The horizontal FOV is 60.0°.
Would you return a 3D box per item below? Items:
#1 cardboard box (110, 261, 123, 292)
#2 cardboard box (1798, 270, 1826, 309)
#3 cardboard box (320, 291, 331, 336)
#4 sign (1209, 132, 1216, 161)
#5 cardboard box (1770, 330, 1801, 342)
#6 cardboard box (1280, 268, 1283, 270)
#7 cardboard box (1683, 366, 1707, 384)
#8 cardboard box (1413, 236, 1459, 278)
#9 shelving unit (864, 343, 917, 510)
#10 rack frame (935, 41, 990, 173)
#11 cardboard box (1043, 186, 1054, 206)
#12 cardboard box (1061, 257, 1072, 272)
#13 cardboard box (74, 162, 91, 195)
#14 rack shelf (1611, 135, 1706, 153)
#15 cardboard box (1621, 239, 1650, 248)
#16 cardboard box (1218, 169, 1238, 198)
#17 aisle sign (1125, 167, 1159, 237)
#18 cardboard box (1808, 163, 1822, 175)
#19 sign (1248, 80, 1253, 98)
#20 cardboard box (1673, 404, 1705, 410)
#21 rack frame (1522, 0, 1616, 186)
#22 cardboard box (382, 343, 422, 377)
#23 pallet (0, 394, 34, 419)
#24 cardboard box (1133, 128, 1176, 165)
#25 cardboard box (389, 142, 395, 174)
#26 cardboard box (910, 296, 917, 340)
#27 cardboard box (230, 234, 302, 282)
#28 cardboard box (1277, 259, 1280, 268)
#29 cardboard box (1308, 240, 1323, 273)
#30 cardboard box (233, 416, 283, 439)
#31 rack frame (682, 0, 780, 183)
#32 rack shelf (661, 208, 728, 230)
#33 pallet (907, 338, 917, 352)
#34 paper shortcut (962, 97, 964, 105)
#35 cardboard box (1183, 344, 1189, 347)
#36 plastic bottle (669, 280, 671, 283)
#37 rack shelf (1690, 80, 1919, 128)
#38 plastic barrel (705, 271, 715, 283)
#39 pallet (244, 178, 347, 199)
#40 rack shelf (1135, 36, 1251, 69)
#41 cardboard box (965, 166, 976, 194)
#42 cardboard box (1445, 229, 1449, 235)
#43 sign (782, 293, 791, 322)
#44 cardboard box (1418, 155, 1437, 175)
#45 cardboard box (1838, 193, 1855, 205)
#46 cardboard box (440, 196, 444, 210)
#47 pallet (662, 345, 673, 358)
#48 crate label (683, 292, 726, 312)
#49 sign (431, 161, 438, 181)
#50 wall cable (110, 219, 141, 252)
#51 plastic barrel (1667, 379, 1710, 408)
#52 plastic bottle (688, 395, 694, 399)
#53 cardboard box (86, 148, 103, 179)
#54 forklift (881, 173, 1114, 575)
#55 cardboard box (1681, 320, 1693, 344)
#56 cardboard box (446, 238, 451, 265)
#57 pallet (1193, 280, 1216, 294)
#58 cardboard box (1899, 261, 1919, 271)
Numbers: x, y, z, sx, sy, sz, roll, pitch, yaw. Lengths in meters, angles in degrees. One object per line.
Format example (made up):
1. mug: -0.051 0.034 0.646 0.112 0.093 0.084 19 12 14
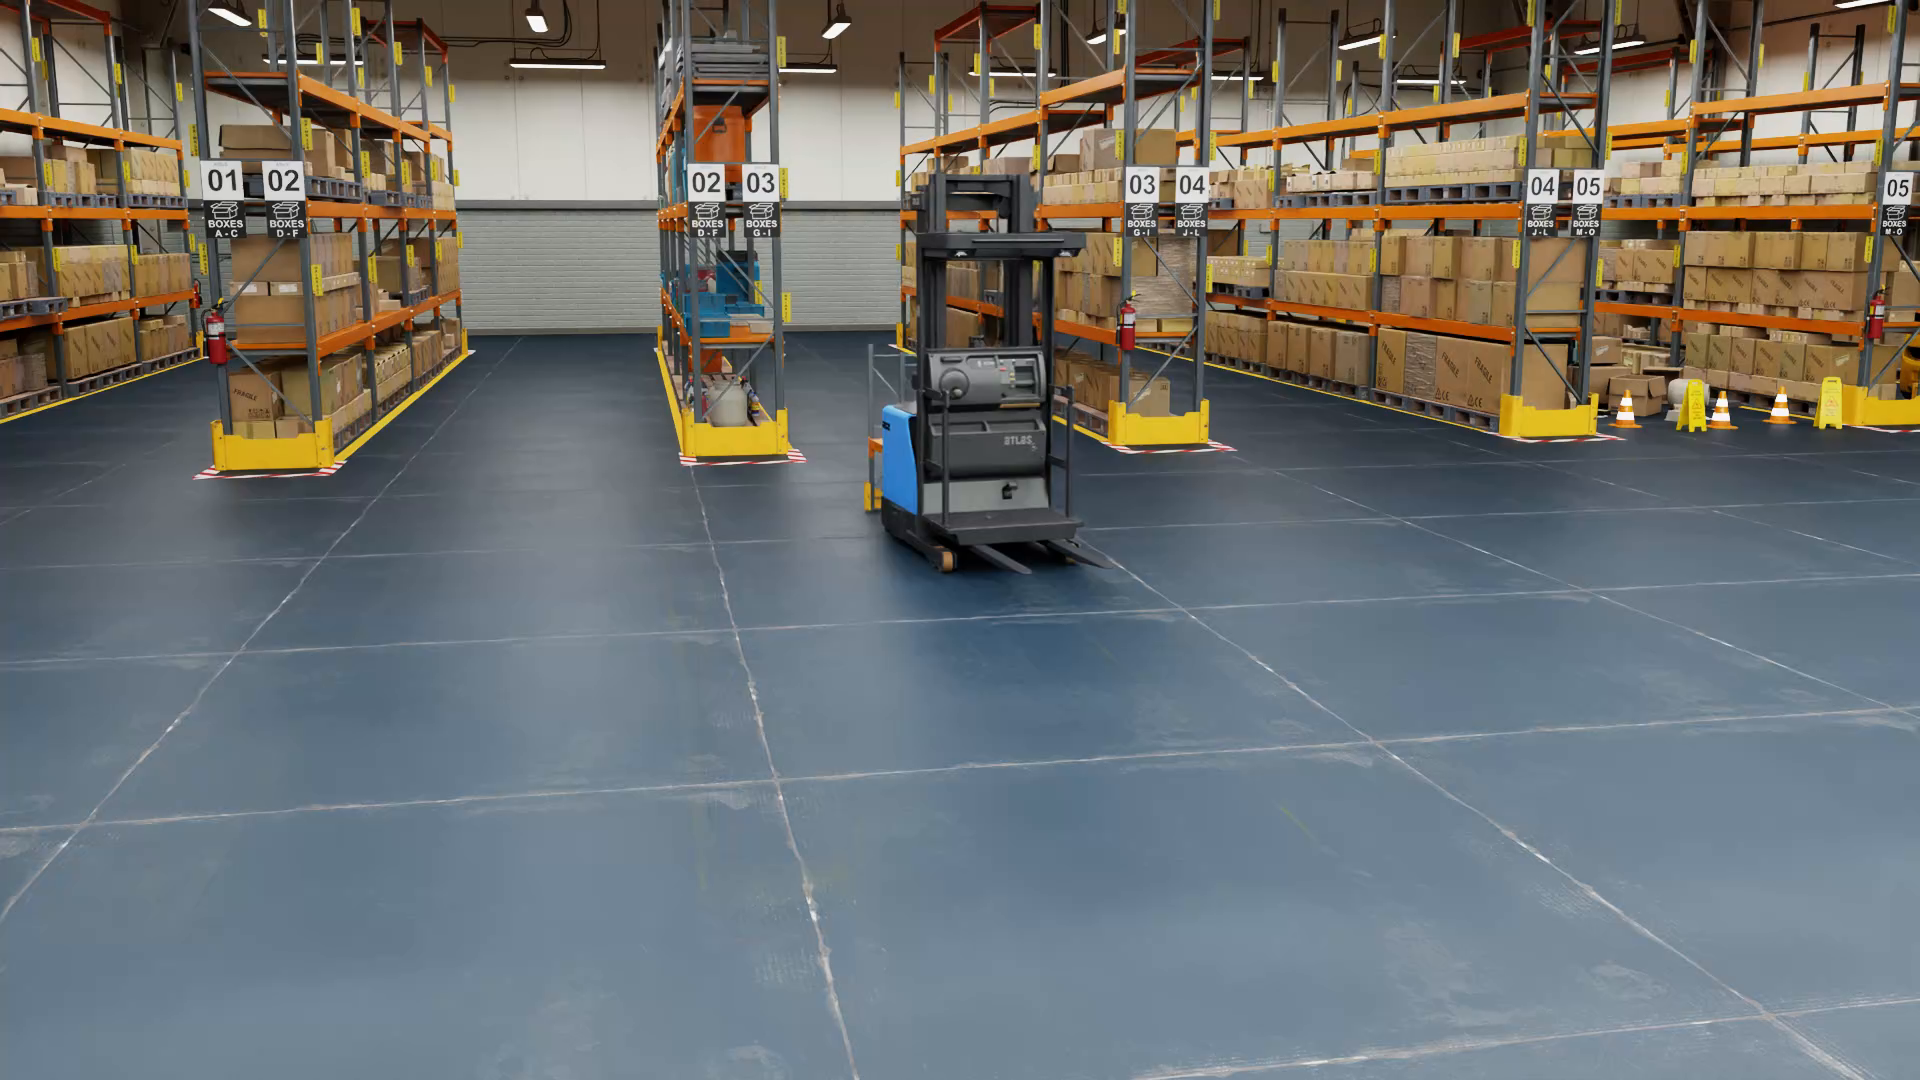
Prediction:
1. cardboard box: -14.090 -4.321 27.257 0.500 0.500 0.500 -2 11 -11
2. cardboard box: 11.627 -3.361 22.269 0.500 0.500 0.500 -2 11 -11
3. cardboard box: -7.619 -2.587 18.997 0.700 0.500 0.500 -2 11 -11
4. sign: 2.907 -4.546 19.200 0.100 0.325 0.005 -2 11 -11
5. cardboard box: 11.451 -2.824 22.999 0.380 0.149 0.250 -2 11 -9
6. cardboard box: 5.752 -4.627 28.739 0.380 0.149 0.250 -2 11 -8
7. cardboard box: 11.167 -2.455 24.804 0.500 0.250 0.500 -3 11 -14
8. cardboard box: 6.711 -3.854 22.632 0.875 0.550 0.550 -2 11 -11
9. shelving unit: -0.431 -0.940 14.622 0.587 1.500 1.083 -3 11 -18
10. rack frame: 0.041 -7.772 30.461 1.000 3.000 0.127 -2 11 -11
11. cardboard box: 1.433 -4.665 22.564 0.500 0.250 0.500 -3 11 -13
12. cardboard box: 1.630 -3.769 21.737 0.500 0.500 0.500 -2 11 -11
13. cardboard box: -14.301 -5.758 26.459 0.700 0.500 0.500 -2 11 -12
14. rack shelf: 14.240 -8.325 35.301 1.077 0.370 4.000 -2 11 -11
15. cardboard box: 11.134 -4.882 27.401 0.380 0.149 0.250 -3 11 -14
16. cardboard box: 5.097 -6.429 30.029 0.797 0.503 0.637 -2 11 -12
17. aisle sign: 2.092 -3.878 19.099 0.394 0.787 0.004 -2 11 -11
18. cardboard box: 11.620 -4.966 22.280 0.380 0.149 0.250 -2 11 -11
19. sign: 5.469 -8.491 31.321 0.100 0.325 0.005 -2 11 -11
20. cardboard box: 9.859 -1.750 22.495 0.380 0.149 0.250 4 11 18
21. rack frame: 7.259 -5.733 19.748 1.000 3.000 0.127 -2 11 -11
22. cardboard box: -8.708 -2.813 25.964 0.500 0.500 0.500 -2 11 -9
23. pallet: -13.373 -1.814 22.663 1.003 0.211 1.213 -2 11 -11
24. cardboard box: 2.351 -4.820 20.577 0.500 0.500 0.500 -2 11 -11
25. cardboard box: -9.077 -5.919 25.808 0.500 0.500 0.500 -2 11 -11
26. cardboard box: -0.534 -4.606 34.434 0.875 0.875 0.875 -2 11 -11
27. cardboard box: -7.432 -3.046 17.942 0.700 0.500 0.500 -2 11 -11
28. cardboard box: 5.705 -4.814 28.924 0.380 0.149 0.250 -2 11 -11
29. cardboard box: 5.983 -4.524 26.500 0.700 0.500 0.500 -2 11 -12
30. cardboard box: -7.738 -1.207 18.248 0.500 0.250 0.500 -2 11 -11
31. rack frame: -2.484 -5.391 17.952 1.000 3.000 0.127 -2 11 -11
32. rack shelf: -4.429 -5.398 27.935 1.077 0.370 4.000 -2 11 -11
33. pallet: -0.505 -4.044 34.382 1.003 0.211 1.213 -2 11 -11
34. paper shortcut: 0.047 -7.330 27.766 0.009 0.170 0.078 9 -22 -13
35. cardboard box: 4.515 -3.852 32.412 0.380 0.149 0.250 -2 11 -10
36. plastic bottle: -5.139 -4.480 29.523 0.061 0.283 0.133 -2 11 -11
37. rack shelf: 11.706 -5.943 22.786 1.077 0.370 4.000 -2 11 -11
38. plastic barrel: -3.652 -3.904 25.819 0.600 0.536 0.708 -2 11 -11
39. pallet: -7.696 -4.049 19.162 1.003 0.211 1.213 -2 11 -11
40. rack shelf: 4.536 -9.580 32.995 1.077 0.370 4.000 -2 11 -11
41. cardboard box: 0.375 -6.084 28.228 0.500 0.500 0.500 -2 11 -8
42. cardboard box: 9.889 -6.158 33.350 0.380 0.149 0.250 -2 11 -10
43. sign: -1.943 -2.599 18.588 0.100 0.325 0.005 -2 11 -11
44. cardboard box: 6.500 -5.036 22.324 0.500 0.250 0.500 -2 11 -12
45. cardboard box: 11.671 -4.434 21.619 0.380 0.149 0.250 -2 11 -11
46. cardboard box: -9.718 -6.147 30.347 0.500 0.250 0.500 -2 11 -11
47. pallet: -5.240 -3.632 32.216 1.003 0.211 1.213 -2 11 -11
48. crate label: -3.107 -2.789 20.231 0.502 0.435 0.616 -2 11 -11
49. sign: -9.134 -6.407 28.877 0.100 0.325 0.005 -2 11 -11
50. wall cable: -16.491 -5.717 32.995 0.084 1.984 1.851 -2 11 -11
51. plastic barrel: 10.208 -2.042 23.294 0.512 0.421 0.421 6 12 28
52. plastic bottle: -3.293 -1.690 20.660 0.152 0.276 0.135 -2 11 -11
53. cardboard box: -14.900 -6.427 28.426 0.500 0.500 0.500 -2 11 -11
54. forklift: 0.279 -1.280 12.585 1.130 2.935 3.031 -3 11 -18
55. cardboard box: 14.616 -4.150 33.042 0.500 0.500 0.500 -2 11 -12
56. cardboard box: -9.795 -5.386 31.028 0.500 0.500 0.500 -2 11 -9
57. pallet: 4.931 -4.747 31.126 1.003 0.211 1.213 -2 11 -11
58. cardboard box: 15.667 -4.508 27.359 0.380 0.149 0.250 -2 11 -12
